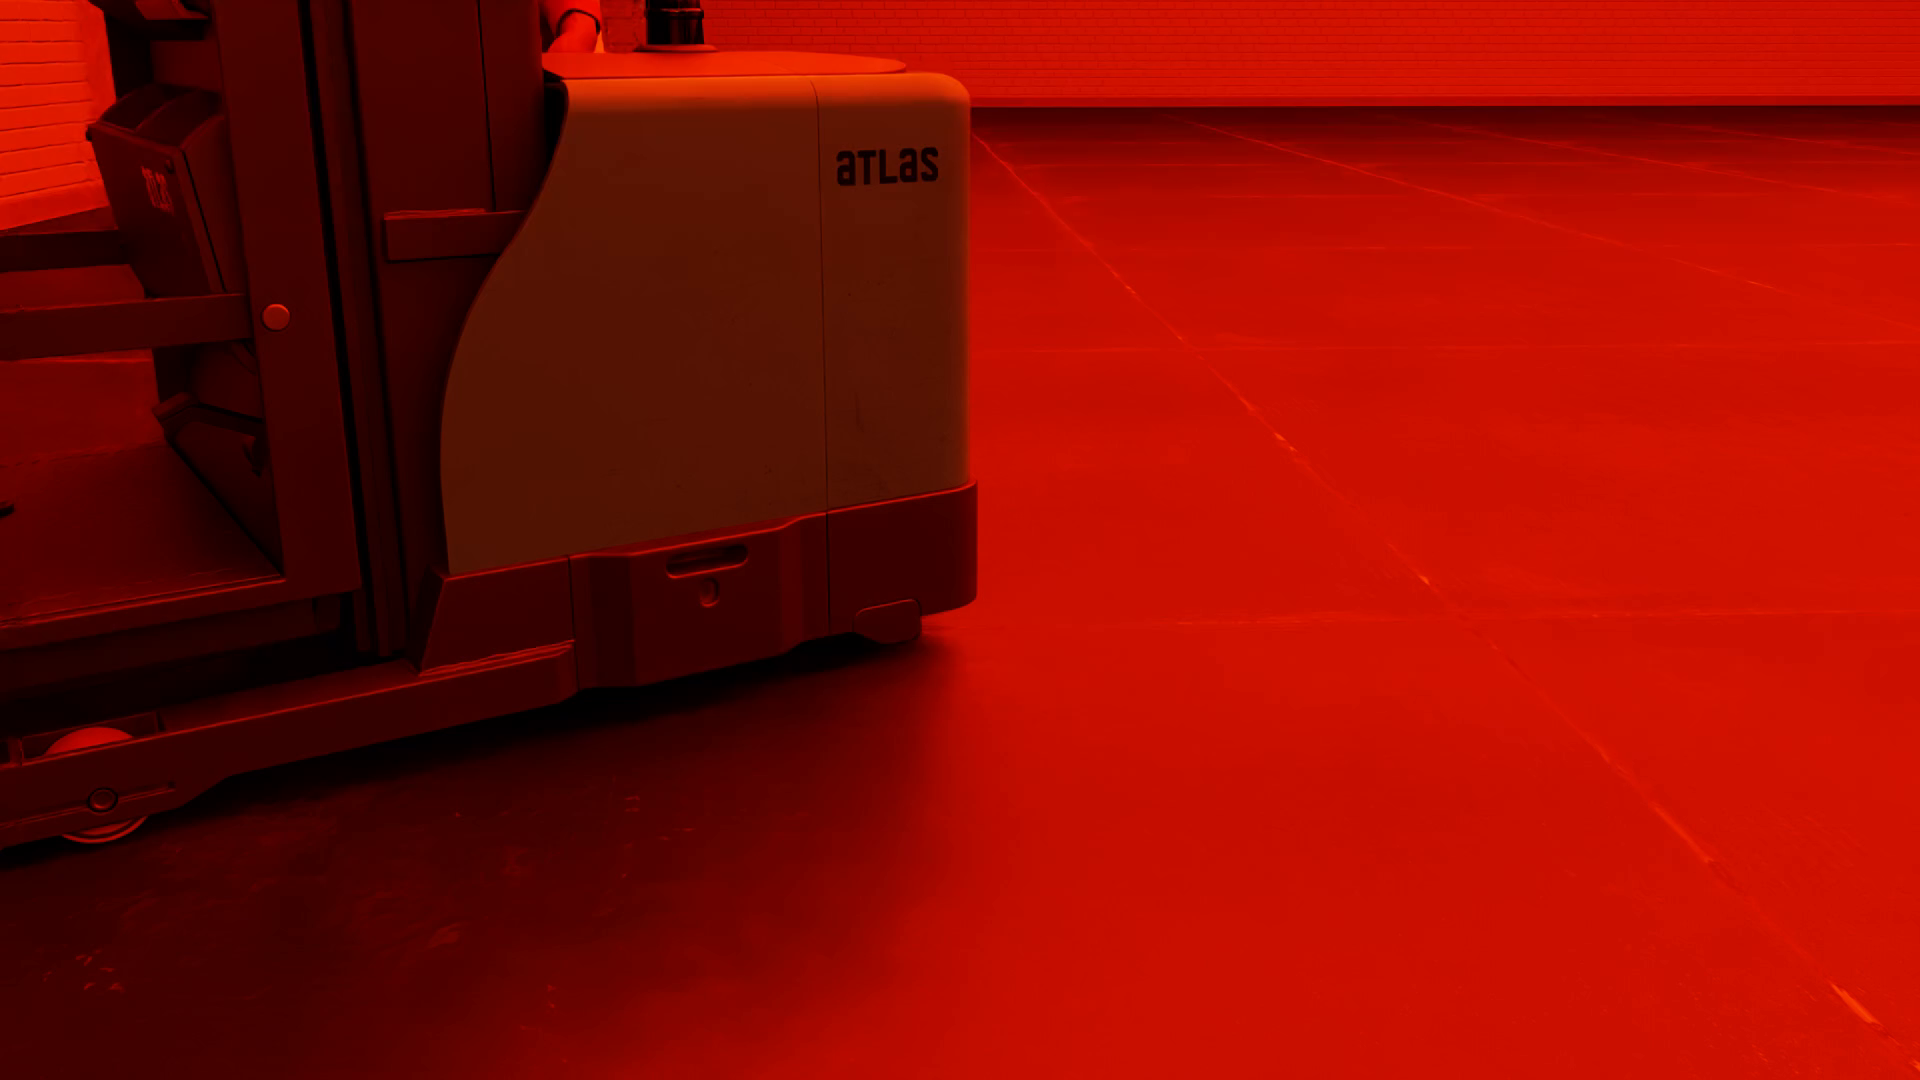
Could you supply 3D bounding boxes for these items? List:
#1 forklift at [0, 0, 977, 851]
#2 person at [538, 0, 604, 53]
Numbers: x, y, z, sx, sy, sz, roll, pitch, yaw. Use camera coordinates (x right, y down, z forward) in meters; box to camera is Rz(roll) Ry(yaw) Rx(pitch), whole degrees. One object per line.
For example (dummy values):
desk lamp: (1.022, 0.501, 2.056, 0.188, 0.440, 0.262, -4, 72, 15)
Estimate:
forklift: (-1.479, -1.099, 2.500, 3.031, 2.935, 1.130, -11, 20, -32)
person: (-1.269, -1.160, 5.062, 0.517, 1.653, 1.214, -4, 17, -13)
